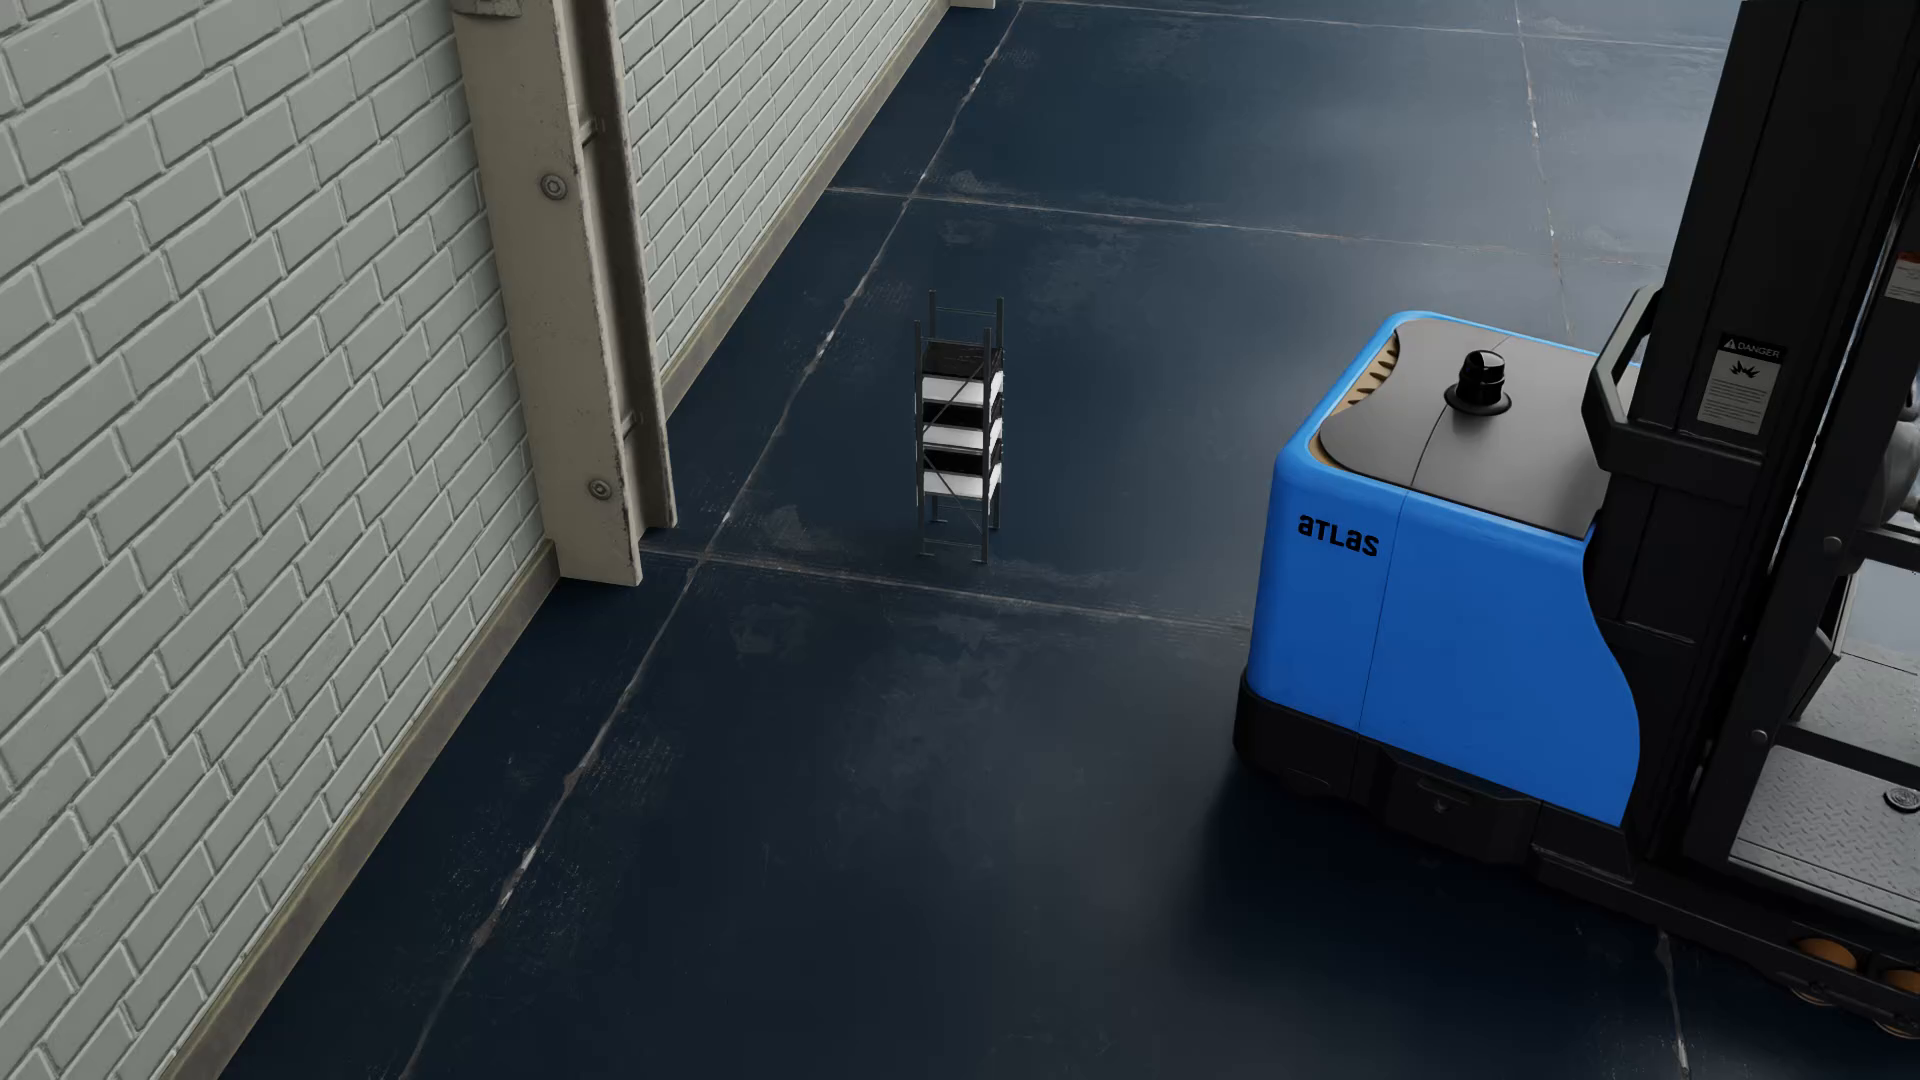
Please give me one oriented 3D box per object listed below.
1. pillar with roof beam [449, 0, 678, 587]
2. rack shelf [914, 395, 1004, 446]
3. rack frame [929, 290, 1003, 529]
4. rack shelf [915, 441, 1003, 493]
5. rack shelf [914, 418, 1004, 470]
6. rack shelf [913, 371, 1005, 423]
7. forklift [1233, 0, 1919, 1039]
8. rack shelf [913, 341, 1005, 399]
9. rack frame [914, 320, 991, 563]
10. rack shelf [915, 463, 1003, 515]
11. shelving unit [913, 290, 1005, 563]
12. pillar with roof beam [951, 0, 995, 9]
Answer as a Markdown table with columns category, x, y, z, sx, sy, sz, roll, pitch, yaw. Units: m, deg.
| category | x | y | z | sx | sy | sz | roll | pitch | yaw |
| --- | --- | --- | --- | --- | --- | --- | --- | --- | --- |
| pillar with roof beam | 3.022 | -3.082 | 2.334 | 9.100 | 9.000 | 0.400 | 7 | 37 | 10 |
| rack shelf | -0.002 | -0.406 | 5.446 | 0.258 | 0.077 | 0.200 | 7 | 37 | 10 |
| rack frame | 0.020 | -0.418 | 5.560 | 0.240 | 0.900 | 0.006 | 7 | 37 | 10 |
| rack shelf | -0.002 | -0.260 | 5.552 | 0.258 | 0.077 | 0.200 | 7 | 37 | 10 |
| rack shelf | -0.002 | -0.333 | 5.499 | 0.258 | 0.077 | 0.200 | 7 | 37 | 10 |
| rack shelf | -0.002 | -0.478 | 5.393 | 0.258 | 0.077 | 0.200 | 7 | 37 | 10 |
| forklift | 2.321 | -0.328 | 3.705 | 3.031 | 2.935 | 1.130 | 19 | 40 | 24 |
| rack shelf | -0.002 | -0.551 | 5.341 | 0.258 | 0.077 | 0.200 | 7 | 37 | 10 |
| rack frame | -0.023 | -0.301 | 5.399 | 0.240 | 0.900 | 0.006 | 7 | 37 | 10 |
| rack shelf | -0.002 | -0.187 | 5.605 | 0.258 | 0.077 | 0.200 | 7 | 37 | 10 |
| shelving unit | -0.002 | -0.360 | 5.479 | 0.258 | 0.900 | 0.210 | 7 | 37 | 10 |
| pillar with roof beam | 4.304 | -6.521 | 7.080 | 9.100 | 9.000 | 0.400 | 7 | 37 | 10 |
